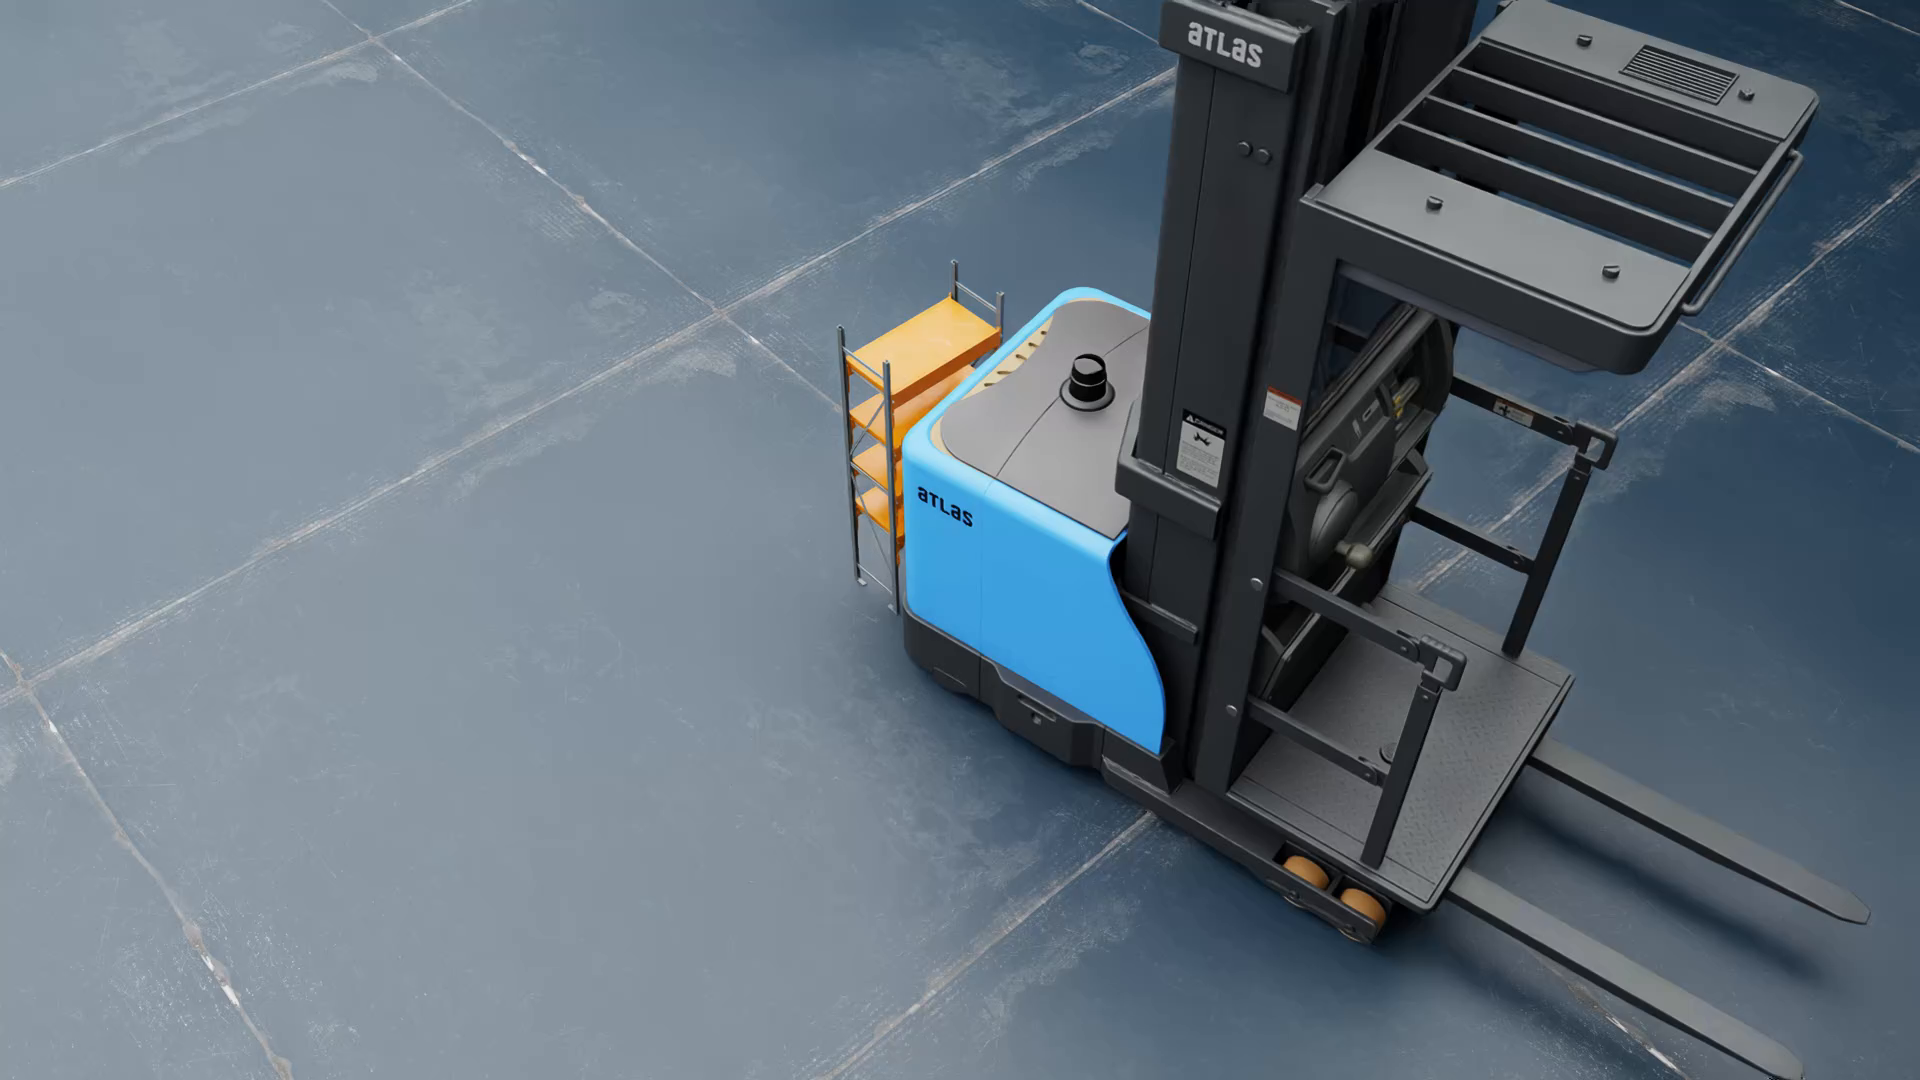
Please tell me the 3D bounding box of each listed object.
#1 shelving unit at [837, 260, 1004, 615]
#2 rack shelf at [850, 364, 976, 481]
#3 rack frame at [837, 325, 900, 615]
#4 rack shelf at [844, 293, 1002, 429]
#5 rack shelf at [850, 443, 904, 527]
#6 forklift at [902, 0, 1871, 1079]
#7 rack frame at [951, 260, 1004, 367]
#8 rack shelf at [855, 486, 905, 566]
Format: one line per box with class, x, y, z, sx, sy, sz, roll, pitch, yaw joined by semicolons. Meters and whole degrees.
shelving unit;-0.124;-0.326;5.734;0.503;1.200;0.258;-34;56;-27
rack shelf;-0.124;-0.432;5.619;0.480;0.148;0.258;-34;56;-27
rack frame;-0.303;-0.204;5.621;0.015;1.200;0.240;-34;56;-27
rack shelf;-0.123;-0.592;5.445;0.480;0.148;0.258;-34;56;-27
rack shelf;-0.124;-0.280;5.783;0.480;0.148;0.258;-34;56;-27
forklift;1.290;-0.211;4.451;3.031;2.935;1.130;29;53;24
rack frame;0.055;-0.448;5.846;0.015;1.200;0.240;-34;56;-27
rack shelf;-0.124;-0.146;5.929;0.480;0.148;0.258;-34;56;-27
